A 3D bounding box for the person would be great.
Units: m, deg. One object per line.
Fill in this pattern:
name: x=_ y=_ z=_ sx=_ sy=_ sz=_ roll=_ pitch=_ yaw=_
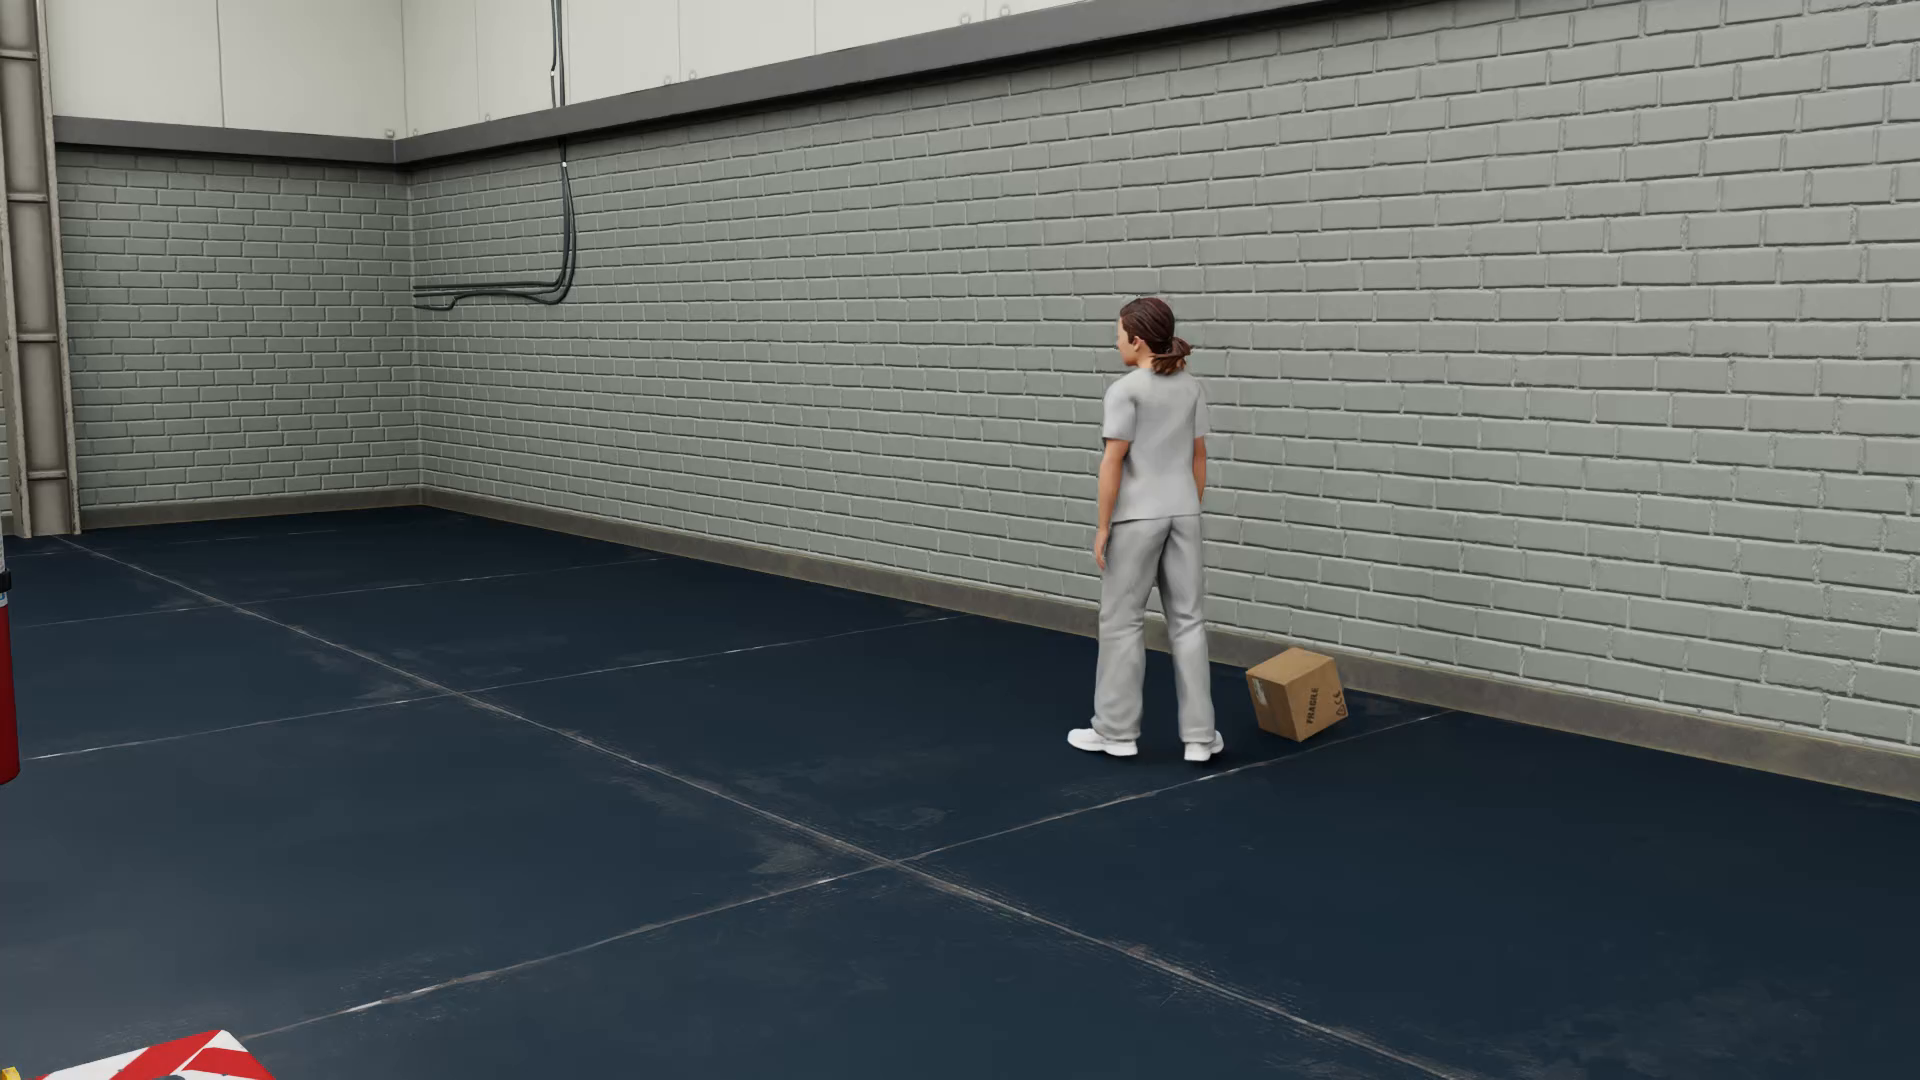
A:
person: x=0.710 y=-0.036 z=6.044 sx=0.508 sy=1.675 sz=0.540 roll=-3 pitch=8 yaw=-25
